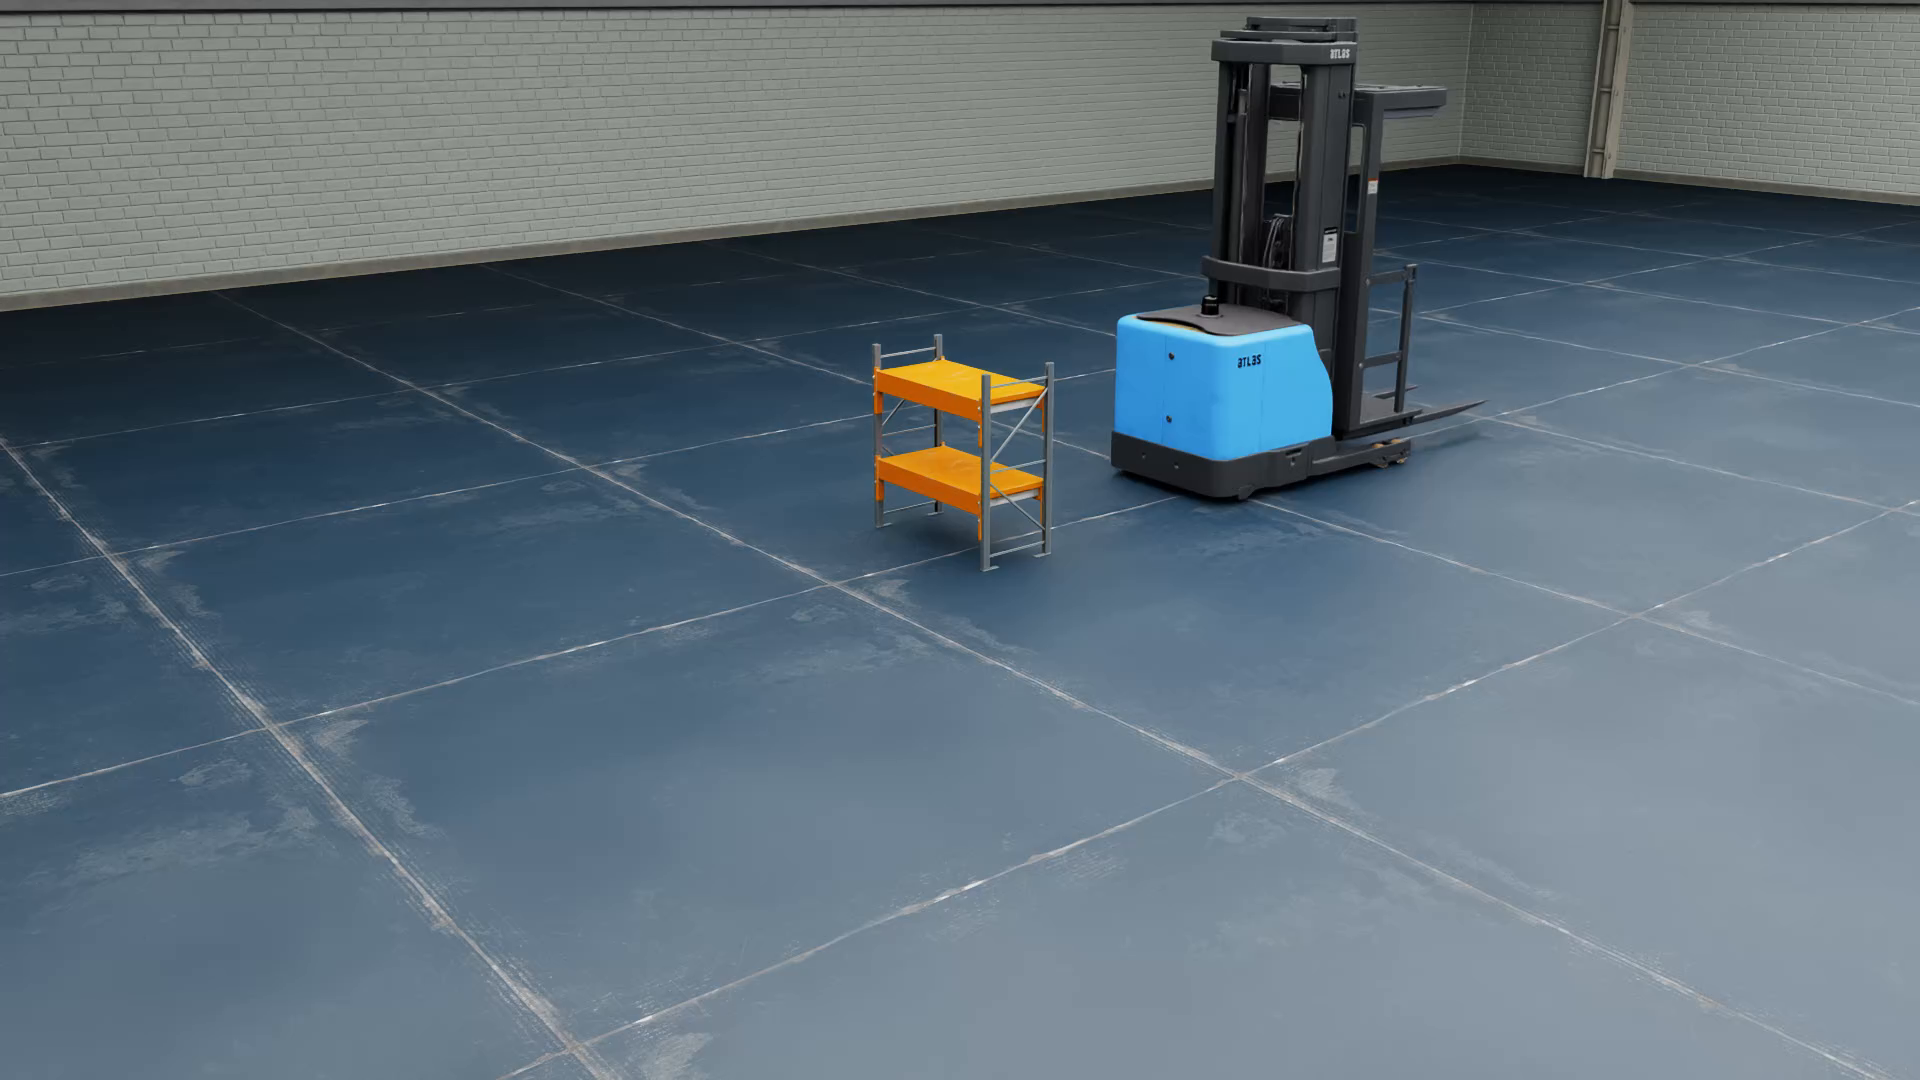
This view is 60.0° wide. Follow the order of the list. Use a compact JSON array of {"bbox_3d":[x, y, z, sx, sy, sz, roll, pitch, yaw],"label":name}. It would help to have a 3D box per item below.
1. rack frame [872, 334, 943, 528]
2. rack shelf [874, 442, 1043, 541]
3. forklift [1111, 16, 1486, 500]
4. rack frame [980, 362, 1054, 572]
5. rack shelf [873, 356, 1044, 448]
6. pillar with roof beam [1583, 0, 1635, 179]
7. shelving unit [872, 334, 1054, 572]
[{"bbox_3d":[-0.311,-0.658,10.059,0.500,1.125,0.032,-14,23,-36],"label":"rack frame"},{"bbox_3d":[0.004,-0.300,9.758,0.538,0.278,1.000,-14,23,-36],"label":"rack shelf"},{"bbox_3d":[2.485,-1.998,11.235,3.031,2.935,1.130,-14,23,-36],"label":"forklift"},{"bbox_3d":[0.320,-0.407,9.302,0.500,1.125,0.032,-14,23,-36],"label":"rack frame"},{"bbox_3d":[0.004,-0.810,9.589,0.538,0.278,1.000,-14,23,-36],"label":"rack shelf"},{"bbox_3d":[7.721,-9.735,24.946,9.100,9.000,0.400,-14,23,-36],"label":"pillar with roof beam"},{"bbox_3d":[0.004,-0.532,9.681,0.538,1.125,1.048,-14,23,-36],"label":"shelving unit"}]
